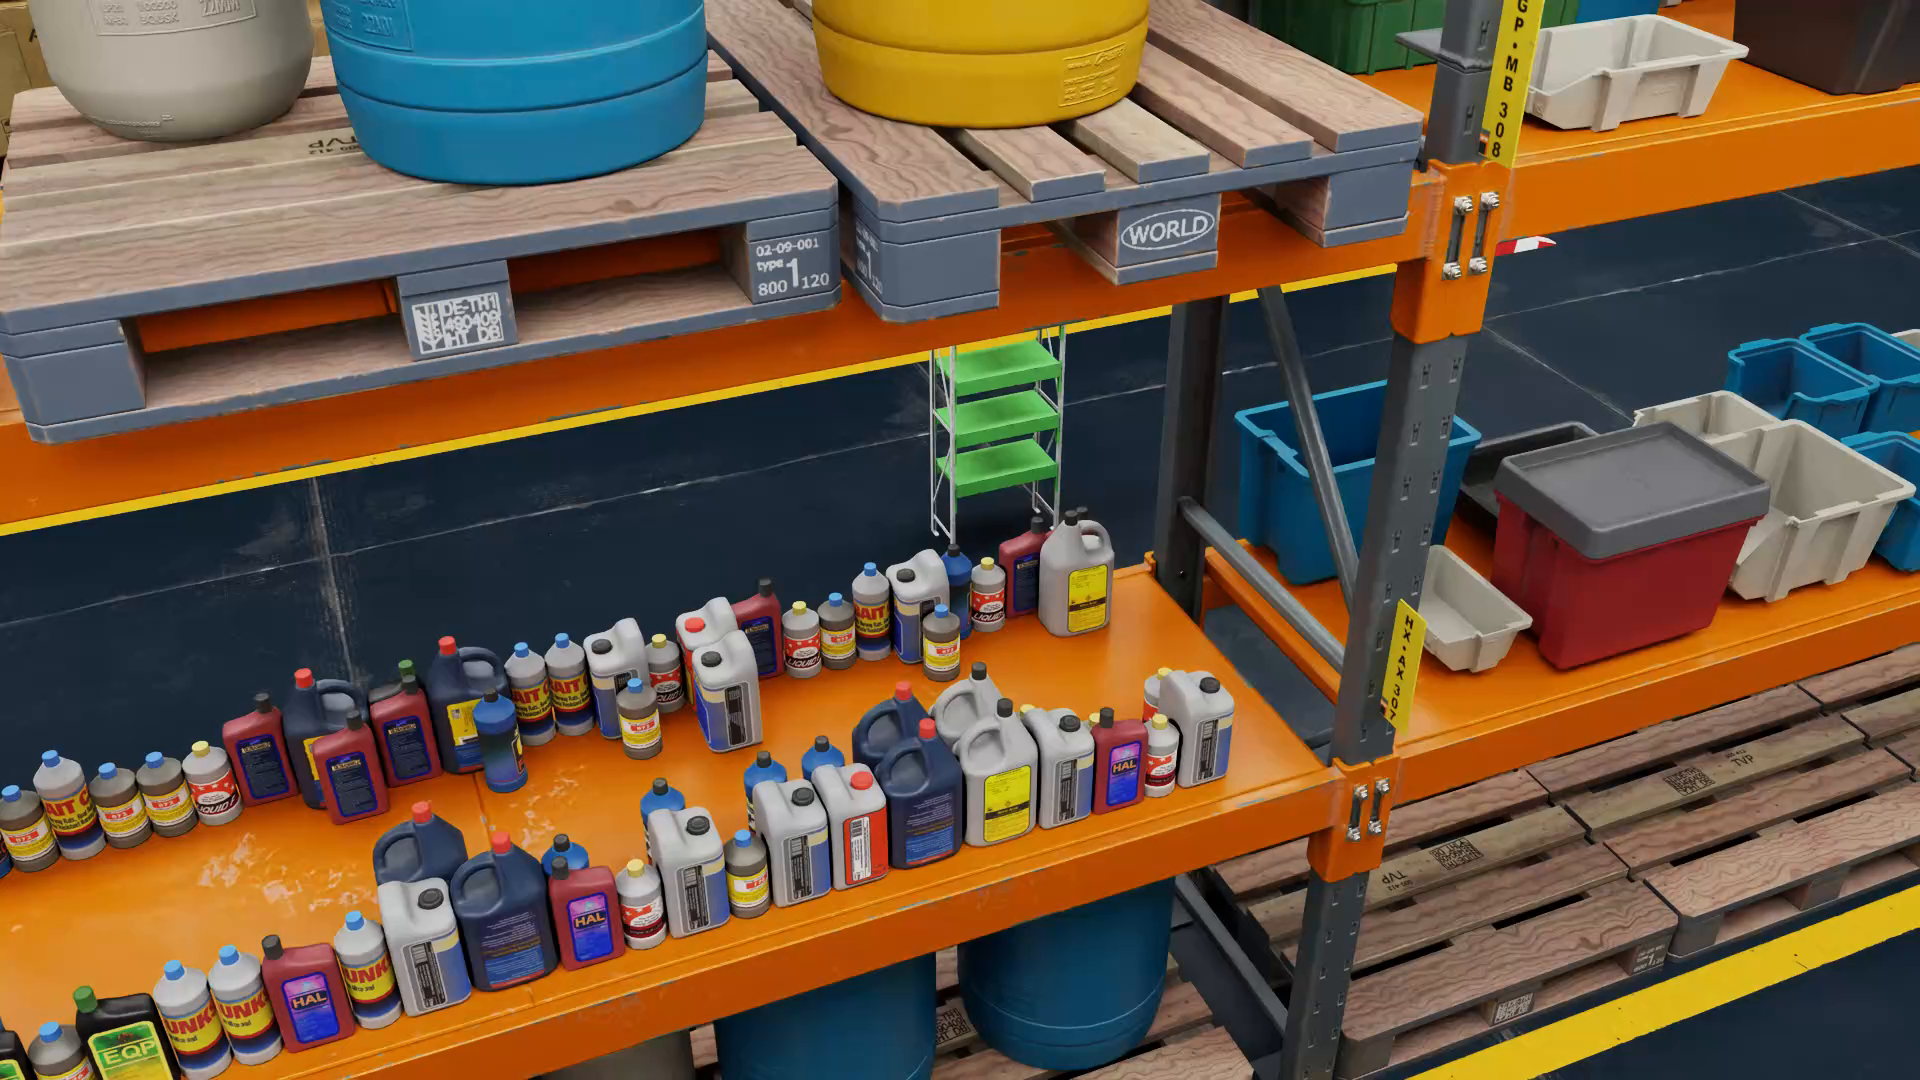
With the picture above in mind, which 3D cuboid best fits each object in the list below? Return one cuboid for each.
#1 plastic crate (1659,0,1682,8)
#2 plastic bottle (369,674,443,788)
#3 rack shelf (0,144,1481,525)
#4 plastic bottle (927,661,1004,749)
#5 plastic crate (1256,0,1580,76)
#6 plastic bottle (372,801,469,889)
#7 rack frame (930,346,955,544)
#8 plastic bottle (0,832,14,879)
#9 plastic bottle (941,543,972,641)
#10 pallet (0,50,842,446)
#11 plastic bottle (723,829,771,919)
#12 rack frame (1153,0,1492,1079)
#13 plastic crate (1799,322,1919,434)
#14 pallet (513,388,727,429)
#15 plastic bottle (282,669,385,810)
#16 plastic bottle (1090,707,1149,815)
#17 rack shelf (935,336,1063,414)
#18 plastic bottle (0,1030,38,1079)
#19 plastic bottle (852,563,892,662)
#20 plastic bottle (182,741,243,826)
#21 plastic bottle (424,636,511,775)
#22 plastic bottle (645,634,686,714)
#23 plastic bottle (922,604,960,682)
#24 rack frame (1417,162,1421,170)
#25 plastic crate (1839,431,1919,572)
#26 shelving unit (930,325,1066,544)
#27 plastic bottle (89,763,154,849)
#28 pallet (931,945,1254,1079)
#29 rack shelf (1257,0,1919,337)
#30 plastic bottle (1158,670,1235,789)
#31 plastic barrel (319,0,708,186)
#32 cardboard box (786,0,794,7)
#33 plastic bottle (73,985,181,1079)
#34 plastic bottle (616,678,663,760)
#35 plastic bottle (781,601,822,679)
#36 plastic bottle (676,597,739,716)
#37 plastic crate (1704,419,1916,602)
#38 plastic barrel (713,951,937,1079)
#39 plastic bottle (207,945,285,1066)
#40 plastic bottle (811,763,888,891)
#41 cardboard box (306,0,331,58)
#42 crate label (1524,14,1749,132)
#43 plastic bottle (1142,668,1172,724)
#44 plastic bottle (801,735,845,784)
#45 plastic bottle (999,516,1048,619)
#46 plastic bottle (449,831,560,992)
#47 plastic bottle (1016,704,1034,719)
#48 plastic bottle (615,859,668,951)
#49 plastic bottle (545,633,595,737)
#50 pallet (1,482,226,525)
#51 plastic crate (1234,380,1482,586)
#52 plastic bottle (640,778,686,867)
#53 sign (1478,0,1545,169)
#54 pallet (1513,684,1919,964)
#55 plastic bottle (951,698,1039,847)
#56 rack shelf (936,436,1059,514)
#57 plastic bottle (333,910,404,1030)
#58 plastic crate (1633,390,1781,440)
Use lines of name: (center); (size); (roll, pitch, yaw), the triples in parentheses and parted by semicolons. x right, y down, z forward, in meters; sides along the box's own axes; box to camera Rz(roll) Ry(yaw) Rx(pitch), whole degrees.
plastic crate: (1.824, -1.475, 4.258); (0.466, 0.136, 0.293); (-13, 35, -19)
plastic bottle: (-1.311, 0.448, 3.919); (0.133, 0.283, 0.061); (-13, 35, -19)
rack shelf: (-1.045, -0.402, 3.026); (4.000, 0.370, 1.077); (-13, 35, -19)
plastic bottle: (0.022, 0.439, 3.871); (0.185, 0.351, 0.144); (-13, 35, -19)
plastic crate: (1.072, -1.278, 3.908); (0.662, 0.188, 0.450); (-13, 35, -19)
plastic bottle: (-1.121, 0.696, 3.476); (0.185, 0.351, 0.144); (-13, 35, -19)
rack frame: (-0.072, -0.486, 6.897); (0.015, 1.200, 0.240); (-13, 35, -19)
plastic bottle: (-2.176, 0.625, 3.656); (0.097, 0.271, 0.097); (0, 33, 0)
plastic bottle: (-0.017, 0.131, 4.416); (0.097, 0.271, 0.097); (0, 33, 0)
pallet: (-0.931, -0.591, 2.830); (1.213, 0.211, 1.003); (-13, 35, -19)
plastic bottle: (-0.462, 0.711, 3.589); (0.097, 0.201, 0.097); (0, 33, 0)
rack frame: (0.799, 0.132, 4.297); (0.127, 3.000, 1.000); (-13, 35, -19)
plastic crate: (2.918, -0.503, 5.371); (0.300, 0.233, 0.416); (-13, 35, -19)
pallet: (-1.851, -1.000, 8.594); (1.213, 0.211, 1.003); (-13, 35, -19)
plastic bottle: (-1.465, 0.443, 3.864); (0.185, 0.351, 0.144); (-13, 35, -19)
plastic bottle: (0.365, 0.498, 3.841); (0.133, 0.283, 0.061); (-13, 35, -19)
rack shelf: (0.153, -0.685, 6.880); (0.480, 0.148, 0.258); (-13, 35, -19)
plastic bottle: (-1.797, 0.994, 3.080); (0.133, 0.283, 0.061); (-13, 35, -19)
plastic bottle: (-0.230, 0.180, 4.341); (0.097, 0.271, 0.097); (0, 33, 0)
plastic bottle: (-1.727, 0.552, 3.833); (0.097, 0.201, 0.097); (0, 33, 0)
plastic bottle: (-1.171, 0.376, 3.967); (0.185, 0.351, 0.144); (-13, 35, -19)
plastic bottle: (-0.747, 0.328, 4.178); (0.097, 0.201, 0.097); (0, 33, 0)
plastic bottle: (-0.047, 0.257, 4.286); (0.097, 0.201, 0.097); (0, 33, 0)
rack frame: (2.573, -3.204, 9.424); (0.127, 3.000, 1.000); (-13, 35, -19)
plastic crate: (2.693, -0.105, 4.760); (0.300, 0.233, 0.416); (-13, 35, -19)
shelving unit: (0.153, -0.538, 6.976); (0.503, 1.200, 0.258); (-13, 35, -19)
plastic bottle: (-1.907, 0.593, 3.770); (0.097, 0.201, 0.097); (0, 33, 0)
pallet: (0.071, 1.443, 4.839); (1.213, 0.211, 1.003); (-13, 35, -19)
rack shelf: (2.643, -1.246, 4.324); (4.000, 0.370, 1.077); (-13, 35, -19)
plastic bottle: (0.560, 0.430, 3.953); (0.135, 0.276, 0.152); (-13, 35, -19)
plastic barrel: (-0.716, -1.074, 2.556); (0.708, 0.901, 0.600); (-13, 35, -19)
cardboard box: (-0.572, -2.779, 7.762); (0.500, 0.500, 0.500); (-12, 35, -18)
plastic bottle: (-1.585, 0.945, 3.155); (0.133, 0.283, 0.061); (-13, 35, -19)
plastic bottle: (-0.778, 0.425, 4.029); (0.097, 0.201, 0.097); (0, 33, 0)
plastic bottle: (-0.410, 0.250, 4.297); (0.097, 0.201, 0.097); (0, 33, 0)
plastic bottle: (-0.629, 0.286, 4.174); (0.135, 0.276, 0.152); (-13, 35, -19)
plastic crate: (2.278, -0.073, 4.666); (0.530, 0.282, 0.437); (-13, 35, -19)
plastic barrel: (-0.362, 1.091, 4.361); (0.708, 0.901, 0.600); (-13, 35, -19)
plastic bottle: (-1.396, 0.896, 3.241); (0.097, 0.271, 0.097); (0, 33, 0)
plastic bottle: (-0.241, 0.613, 3.671); (0.135, 0.276, 0.152); (-13, 35, -19)
cardboard box: (-2.720, -2.174, 7.363); (0.500, 0.500, 0.700); (-23, 39, -31)
crate label: (1.362, -0.973, 3.486); (0.466, 0.136, 0.293); (-13, 35, -19)
plastic bottle: (0.495, 0.402, 4.064); (0.097, 0.201, 0.097); (0, 33, 0)
plastic bottle: (-0.307, 0.556, 3.762); (0.097, 0.271, 0.097); (0, 33, 0)
plastic bottle: (0.172, 0.072, 4.496); (0.133, 0.283, 0.061); (-13, 35, -19)
plastic bottle: (-0.938, 0.744, 3.402); (0.185, 0.351, 0.144); (-13, 35, -19)
plastic bottle: (0.158, 0.479, 3.945); (0.097, 0.201, 0.097); (0, 33, 0)
plastic bottle: (-0.676, 0.760, 3.513); (0.097, 0.201, 0.097); (0, 33, 0)
plastic bottle: (-0.961, 0.347, 4.084); (0.097, 0.271, 0.097); (0, 33, 0)
pallet: (-4.100, -0.485, 7.802); (1.213, 0.211, 1.003); (-13, 35, -19)
plastic crate: (1.097, -0.157, 4.700); (0.575, 0.384, 0.392); (-13, 35, -19)
plastic bottle: (-0.645, 0.634, 3.643); (0.097, 0.271, 0.097); (0, 33, 0)
sign: (1.010, -0.852, 3.051); (0.005, 0.325, 0.100); (-13, 35, -19)
pallet: (2.588, 0.866, 5.725); (1.213, 0.211, 1.003); (-13, 35, -19)
plastic bottle: (0.078, 0.511, 3.759); (0.185, 0.351, 0.144); (-13, 35, -19)
rack shelf: (0.153, -0.283, 7.142); (0.480, 0.148, 0.258); (-13, 35, -19)
plastic bottle: (-1.183, 0.847, 3.316); (0.097, 0.271, 0.097); (0, 33, 0)
plastic crate: (2.288, -0.301, 5.150); (0.466, 0.136, 0.293); (-13, 35, -19)
